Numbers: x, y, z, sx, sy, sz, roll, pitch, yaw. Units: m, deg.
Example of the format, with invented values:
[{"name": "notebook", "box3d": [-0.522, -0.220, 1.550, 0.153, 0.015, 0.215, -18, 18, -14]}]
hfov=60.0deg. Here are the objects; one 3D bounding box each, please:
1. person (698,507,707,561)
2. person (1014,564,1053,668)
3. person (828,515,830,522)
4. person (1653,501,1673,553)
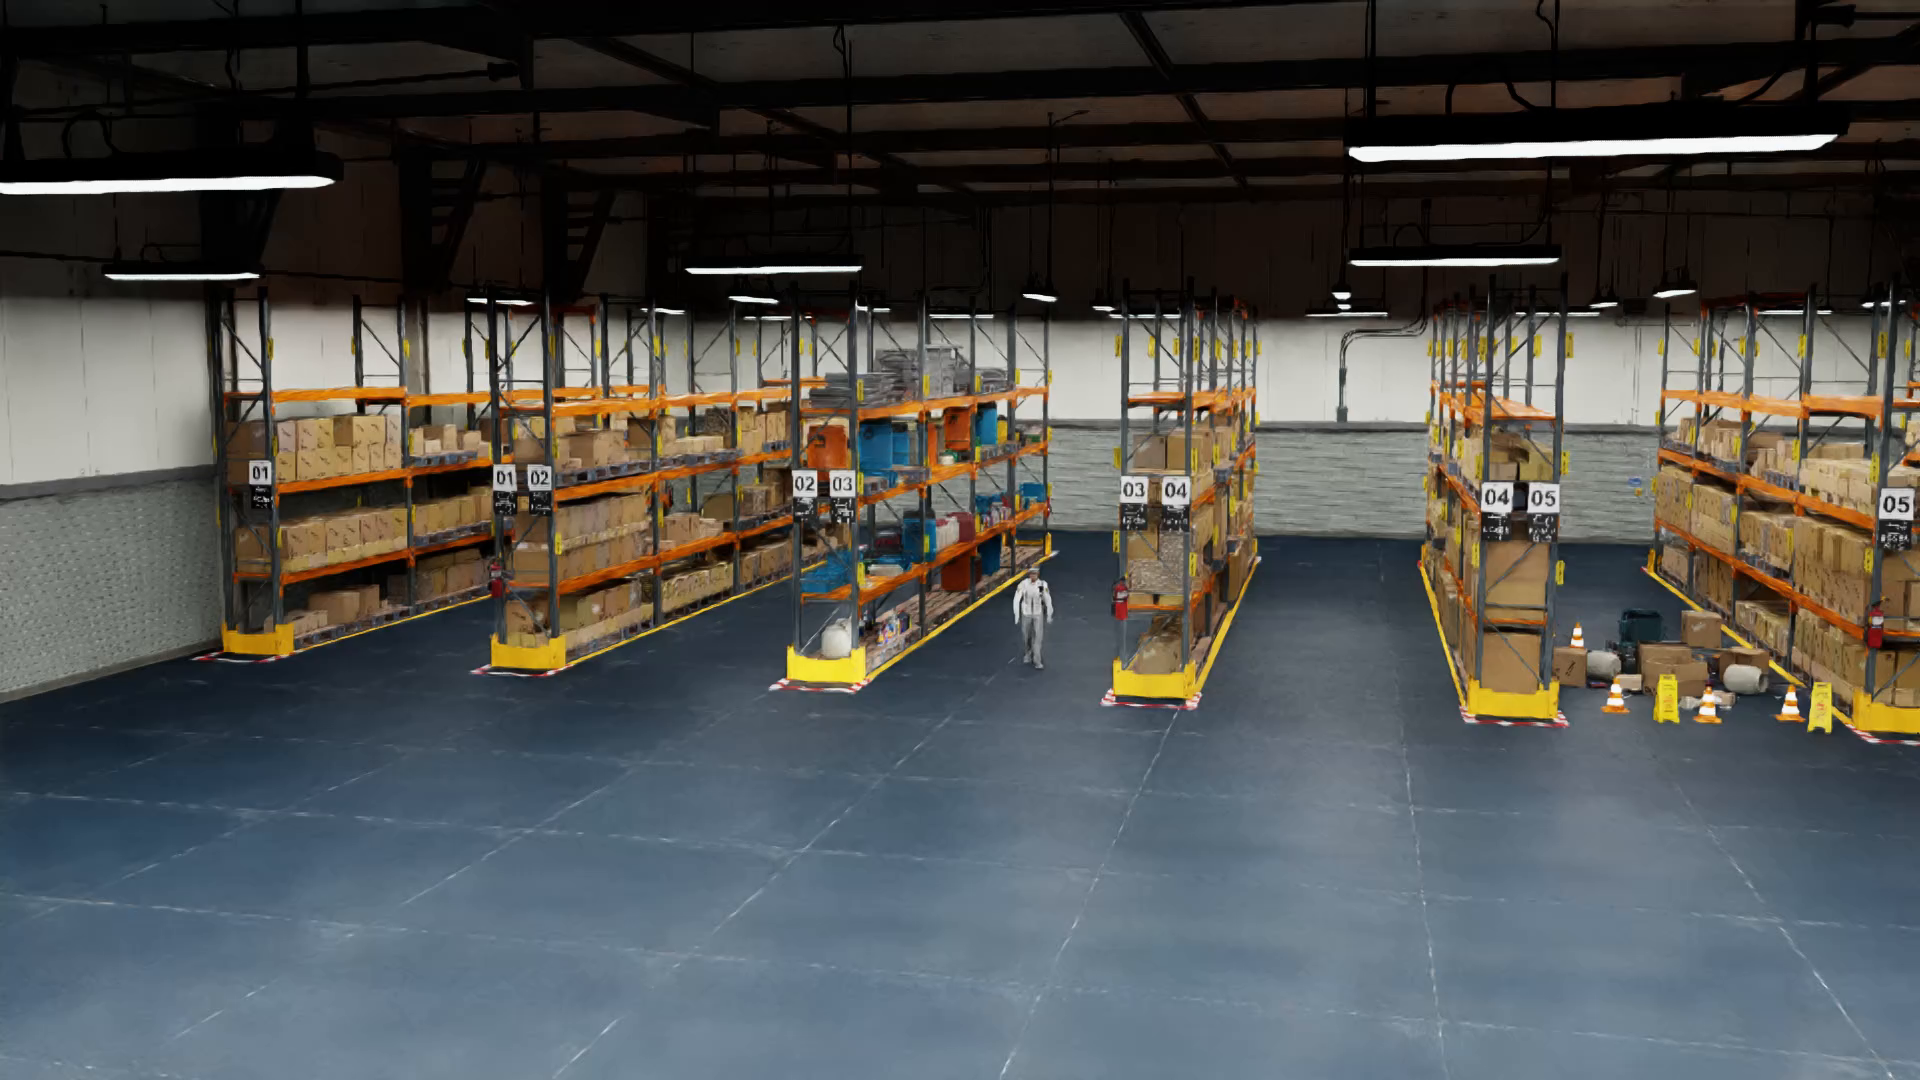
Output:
[{"name": "person", "box3d": [-5.826, -0.237, 38.556, 0.598, 1.585, 0.507, 1, 7, 12]}, {"name": "person", "box3d": [1.164, 1.162, 26.392, 0.618, 1.645, 0.659, 1, 7, 5]}, {"name": "person", "box3d": [-3.279, -0.835, 43.235, 0.713, 1.766, 0.493, -4, 8, -32]}, {"name": "person", "box3d": [17.223, -0.537, 40.538, 0.499, 1.750, 0.651, -2, 7, -21]}]
